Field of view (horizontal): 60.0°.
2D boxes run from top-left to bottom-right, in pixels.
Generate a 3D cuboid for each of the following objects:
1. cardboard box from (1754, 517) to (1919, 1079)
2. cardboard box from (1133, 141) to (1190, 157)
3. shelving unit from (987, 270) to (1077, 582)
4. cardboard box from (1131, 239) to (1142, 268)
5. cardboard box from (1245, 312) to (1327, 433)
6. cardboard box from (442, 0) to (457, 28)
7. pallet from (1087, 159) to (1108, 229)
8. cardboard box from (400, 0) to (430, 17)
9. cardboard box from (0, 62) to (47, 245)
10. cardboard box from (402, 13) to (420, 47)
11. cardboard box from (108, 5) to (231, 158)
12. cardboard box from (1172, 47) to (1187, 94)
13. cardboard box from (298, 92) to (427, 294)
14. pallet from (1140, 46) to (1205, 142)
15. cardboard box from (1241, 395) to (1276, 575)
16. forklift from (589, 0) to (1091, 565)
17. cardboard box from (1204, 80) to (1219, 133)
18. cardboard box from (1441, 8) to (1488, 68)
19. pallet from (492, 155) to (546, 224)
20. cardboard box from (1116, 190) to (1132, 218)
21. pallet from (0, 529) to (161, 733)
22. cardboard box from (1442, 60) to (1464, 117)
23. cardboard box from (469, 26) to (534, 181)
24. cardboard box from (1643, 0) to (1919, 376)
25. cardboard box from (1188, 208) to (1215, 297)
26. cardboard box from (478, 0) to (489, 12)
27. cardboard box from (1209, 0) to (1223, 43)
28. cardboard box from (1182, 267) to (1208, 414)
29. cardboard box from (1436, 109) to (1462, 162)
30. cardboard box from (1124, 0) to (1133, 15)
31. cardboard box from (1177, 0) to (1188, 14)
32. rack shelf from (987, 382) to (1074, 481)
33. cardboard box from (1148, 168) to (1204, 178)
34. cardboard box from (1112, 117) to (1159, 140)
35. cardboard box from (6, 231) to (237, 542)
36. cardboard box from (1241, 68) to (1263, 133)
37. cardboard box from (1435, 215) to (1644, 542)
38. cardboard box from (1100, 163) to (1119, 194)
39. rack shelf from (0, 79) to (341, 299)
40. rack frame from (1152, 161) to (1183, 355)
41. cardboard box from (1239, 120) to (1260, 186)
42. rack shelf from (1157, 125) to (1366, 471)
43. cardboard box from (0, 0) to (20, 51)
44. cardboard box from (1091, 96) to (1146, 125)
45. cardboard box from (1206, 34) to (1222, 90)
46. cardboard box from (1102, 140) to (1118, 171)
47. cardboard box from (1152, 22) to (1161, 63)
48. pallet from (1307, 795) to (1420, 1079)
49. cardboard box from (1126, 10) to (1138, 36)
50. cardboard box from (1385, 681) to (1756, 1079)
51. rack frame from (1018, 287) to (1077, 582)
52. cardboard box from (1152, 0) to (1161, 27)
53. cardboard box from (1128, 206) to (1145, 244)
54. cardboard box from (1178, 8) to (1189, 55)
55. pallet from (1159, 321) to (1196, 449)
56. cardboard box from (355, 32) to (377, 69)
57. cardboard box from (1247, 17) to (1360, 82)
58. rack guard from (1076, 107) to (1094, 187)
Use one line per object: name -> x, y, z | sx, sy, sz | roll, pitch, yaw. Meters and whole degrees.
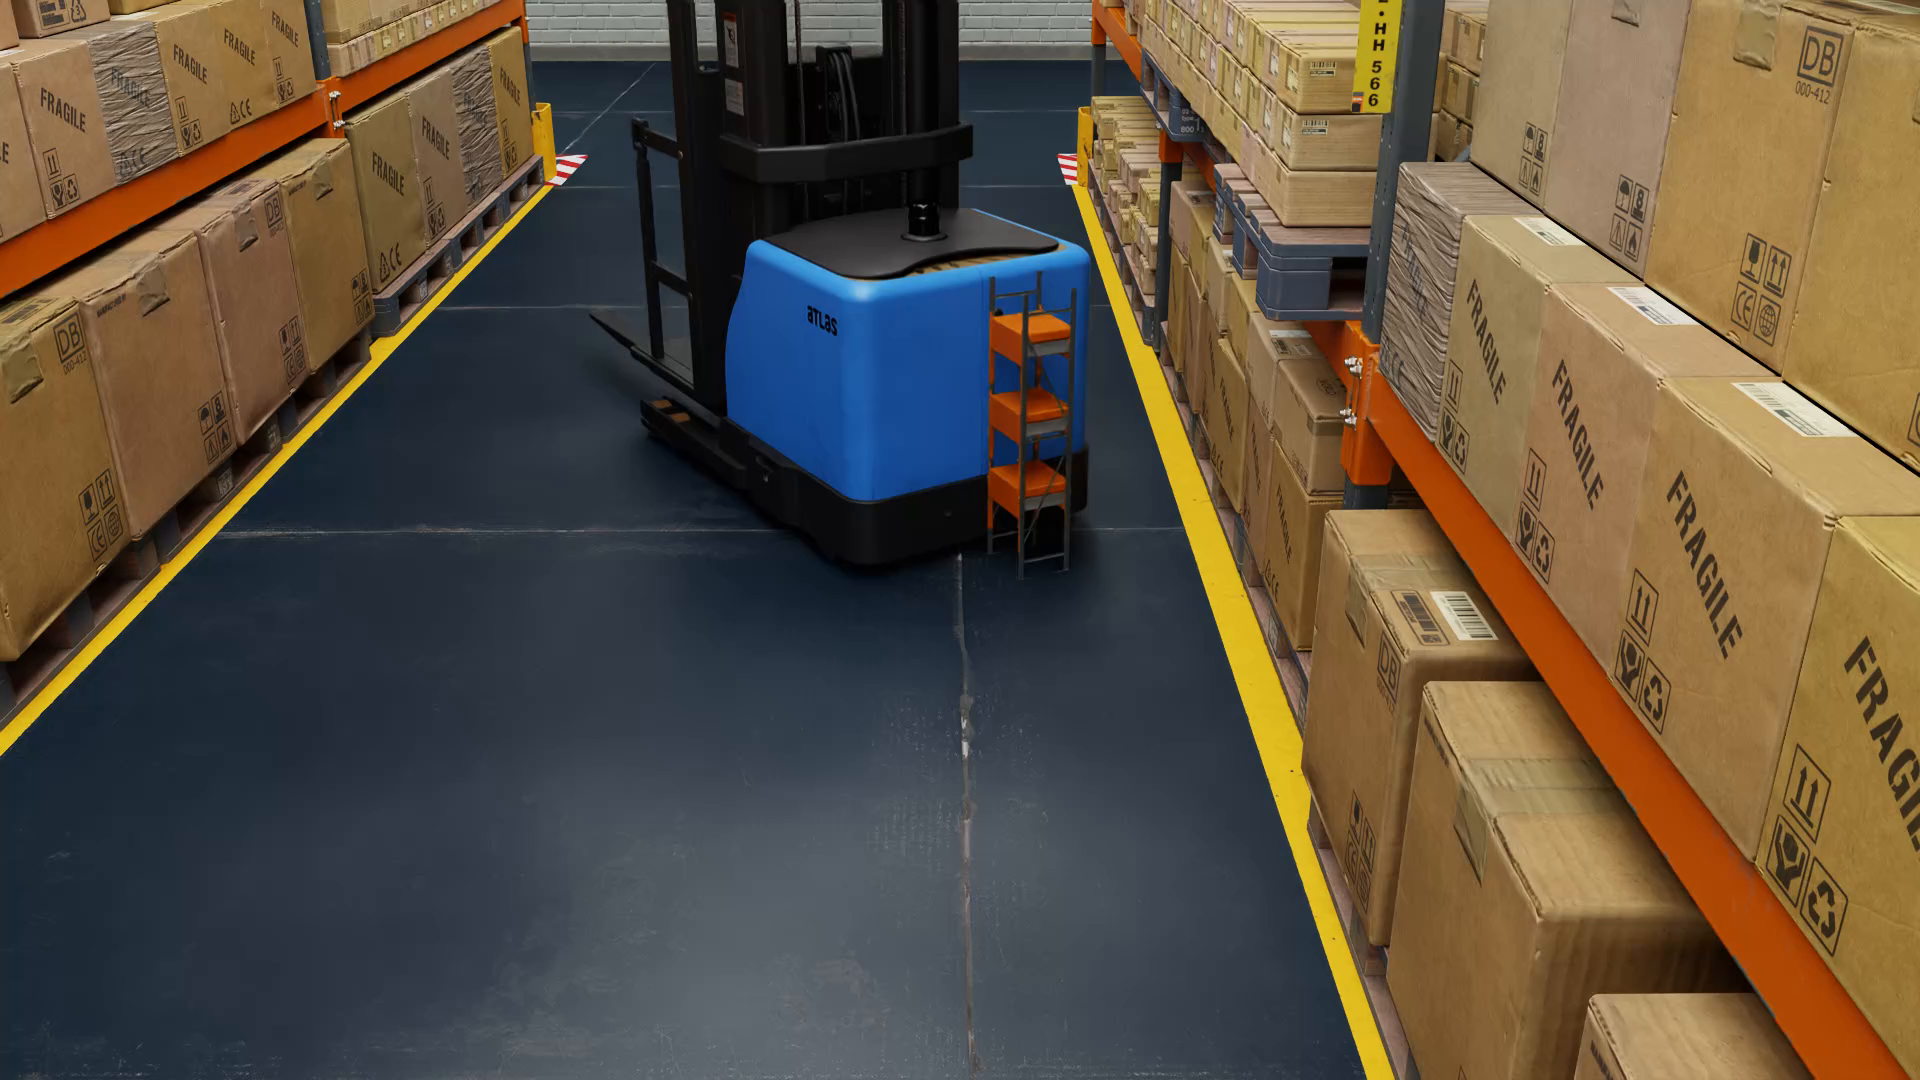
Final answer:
cardboard box -> 1.275, 0.300, 1.824 | 0.500, 0.500, 0.500 | 0, 24, 0
cardboard box -> 1.227, -2.269, 9.855 | 0.380, 0.149, 0.250 | 0, 24, 0
shelving unit -> 0.246, -0.395, 5.848 | 0.215, 1.050, 0.252 | -11, 27, -23
cardboard box -> 1.140, -1.589, 9.073 | 0.380, 0.149, 0.250 | -1, 24, -2
cardboard box -> 1.230, -0.555, 5.450 | 0.500, 0.250, 0.500 | 0, 24, 0
cardboard box -> -3.183, -3.098, 9.765 | 0.380, 0.149, 0.250 | 0, 24, 0
pallet -> 1.403, -2.332, 11.149 | 1.003, 0.211, 1.213 | 0, 24, -1
cardboard box -> -3.244, -3.020, 9.108 | 0.500, 0.250, 0.500 | 0, 24, 1
cardboard box -> -3.186, -1.151, 5.033 | 0.500, 0.500, 0.500 | -1, 24, -2
cardboard box -> -3.173, -2.779, 9.059 | 0.380, 0.149, 0.250 | -1, 24, -1
cardboard box -> -3.199, -1.774, 6.412 | 0.500, 0.500, 0.500 | -1, 24, -1
cardboard box -> 1.029, -1.807, 6.401 | 0.380, 0.149, 0.250 | -1, 24, -3
cardboard box -> -3.416, -1.835, 8.736 | 0.875, 0.875, 0.875 | 0, 24, -1
pallet -> 1.335, -1.917, 7.082 | 1.003, 0.211, 1.213 | 0, 24, -1
cardboard box -> 1.245, -0.208, 5.594 | 0.500, 0.500, 0.500 | 1, 24, 2
forklift -> -0.730, -1.806, 6.687 | 1.130, 2.935, 3.031 | -15, 28, -29
cardboard box -> 1.042, -1.479, 5.674 | 0.380, 0.149, 0.250 | 0, 24, 1
cardboard box -> 1.698, -1.532, 5.071 | 0.380, 0.149, 0.250 | -1, 24, -3
pallet -> -3.446, -2.388, 11.274 | 1.003, 0.211, 1.213 | 0, 24, -1
cardboard box -> 1.144, -2.006, 9.996 | 0.380, 0.149, 0.250 | 0, 24, -1
pallet -> -3.378, 0.254, 5.432 | 1.003, 0.211, 1.213 | 0, 24, -1
cardboard box -> 1.697, -1.410, 5.162 | 0.380, 0.149, 0.250 | 0, 24, 0
cardboard box -> -3.445, -2.948, 11.196 | 0.875, 0.875, 0.875 | 0, 24, -1
cardboard box -> 1.525, -0.568, 2.532 | 0.700, 0.500, 0.500 | -1, 24, -1
cardboard box -> 1.224, -1.189, 6.853 | 0.500, 0.250, 0.500 | 0, 24, 1
cardboard box -> -3.191, -3.414, 10.464 | 0.380, 0.149, 0.250 | 0, 24, 0
cardboard box -> 1.040, -1.753, 5.558 | 0.380, 0.149, 0.250 | 1, 24, 2
cardboard box -> 1.222, -0.849, 7.011 | 0.500, 0.500, 0.500 | 1, 24, 2
cardboard box -> 1.702, -1.267, 5.207 | 0.380, 0.149, 0.250 | 1, 24, 2
cardboard box -> 1.176, -3.118, 9.022 | 0.500, 0.500, 0.500 | 0, 24, -1
cardboard box -> 1.029, -2.075, 6.271 | 0.380, 0.149, 0.250 | 0, 24, -1
rack shelf -> 0.246, -0.385, 5.853 | 0.215, 0.259, 0.240 | -11, 27, -23
cardboard box -> 1.231, -1.944, 9.136 | 0.380, 0.149, 0.250 | 1, 24, 1
cardboard box -> 1.178, -2.595, 10.576 | 0.380, 0.149, 0.250 | -1, 24, -3
cardboard box -> -3.434, -0.566, 5.931 | 1.225, 0.875, 0.875 | 0, 24, 0
cardboard box -> 1.045, -1.304, 4.928 | 0.380, 0.149, 0.250 | 0, 24, 1
cardboard box -> 1.259, -0.322, 3.200 | 0.500, 0.500, 0.500 | 0, 24, -1
cardboard box -> 1.101, -2.328, 10.707 | 0.380, 0.149, 0.250 | 0, 24, 0
rack shelf -> -3.467, -1.188, 6.109 | 1.077, 0.370, 4.000 | 0, 24, -1
rack frame -> 1.472, -2.320, 7.740 | 1.000, 3.000, 0.127 | 0, 24, -1
cardboard box -> 1.046, -1.158, 4.966 | 0.380, 0.149, 0.250 | 0, 24, 0
rack shelf -> 1.494, -1.168, 6.066 | 1.077, 0.370, 4.000 | 0, 24, -1
cardboard box -> -3.441, -1.764, 5.171 | 0.797, 0.503, 0.637 | 0, 24, 1
cardboard box -> 1.094, -2.914, 11.282 | 0.380, 0.149, 0.250 | -1, 24, -3
cardboard box -> 1.039, -1.617, 5.620 | 0.380, 0.149, 0.250 | 0, 24, 1
cardboard box -> 1.109, -2.460, 10.637 | 0.380, 0.149, 0.250 | 0, 24, 1
cardboard box -> 1.025, -2.118, 7.089 | 0.380, 0.149, 0.250 | 0, 24, 0
pallet -> 1.449, 0.924, 3.951 | 1.003, 0.211, 1.213 | 0, 24, -1
cardboard box -> 1.146, -2.966, 9.473 | 0.380, 0.149, 0.250 | 0, 24, 0
cardboard box -> 1.445, 0.773, 3.121 | 1.050, 0.750, 0.750 | 0, 24, 0
rack frame -> 0.299, -0.349, 5.748 | 0.200, 1.050, 0.008 | -11, 27, -23
cardboard box -> 1.021, -2.261, 7.044 | 0.380, 0.149, 0.250 | -1, 24, -2
cardboard box -> 1.115, -1.698, 8.954 | 0.380, 0.149, 0.250 | -1, 24, -2
cardboard box -> 1.033, -1.937, 6.327 | 0.380, 0.149, 0.250 | 1, 24, 2
pallet -> 1.482, -0.729, 7.605 | 1.003, 0.211, 1.213 | 0, 24, -1
cardboard box -> -3.162, -2.457, 8.347 | 0.380, 0.149, 0.250 | -1, 24, -2
cardboard box -> 1.048, -1.431, 4.848 | 0.380, 0.149, 0.250 | 0, 24, 1
rack guard -> 1.429, -2.798, 11.830 | 1.175, 0.500, 0.348 | 0, 24, -1
